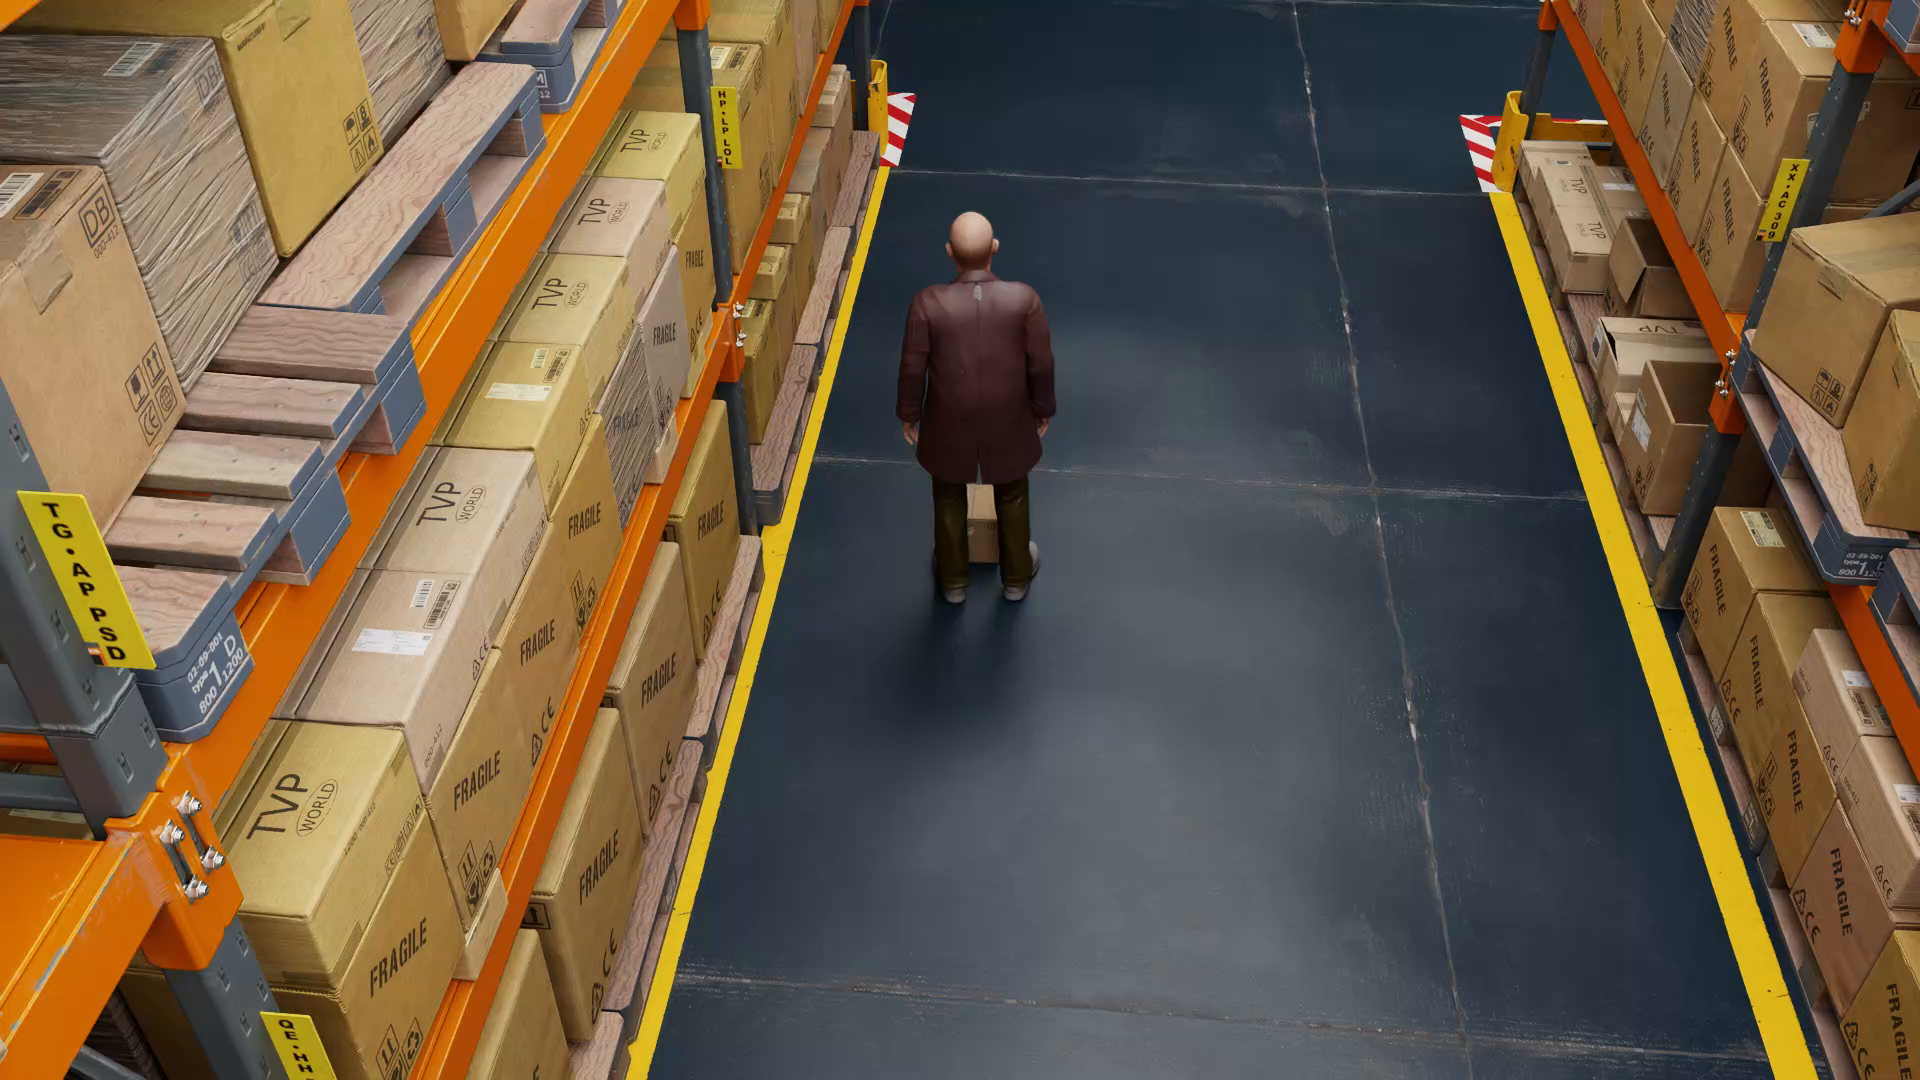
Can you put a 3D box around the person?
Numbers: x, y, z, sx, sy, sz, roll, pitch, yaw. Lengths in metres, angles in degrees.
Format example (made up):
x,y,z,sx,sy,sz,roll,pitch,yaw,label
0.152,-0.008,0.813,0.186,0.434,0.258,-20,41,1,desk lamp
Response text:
x,y,z,sx,sy,sz,roll,pitch,yaw,label
0.067,-0.504,6.779,0.655,1.774,0.420,-1,40,-1,person
